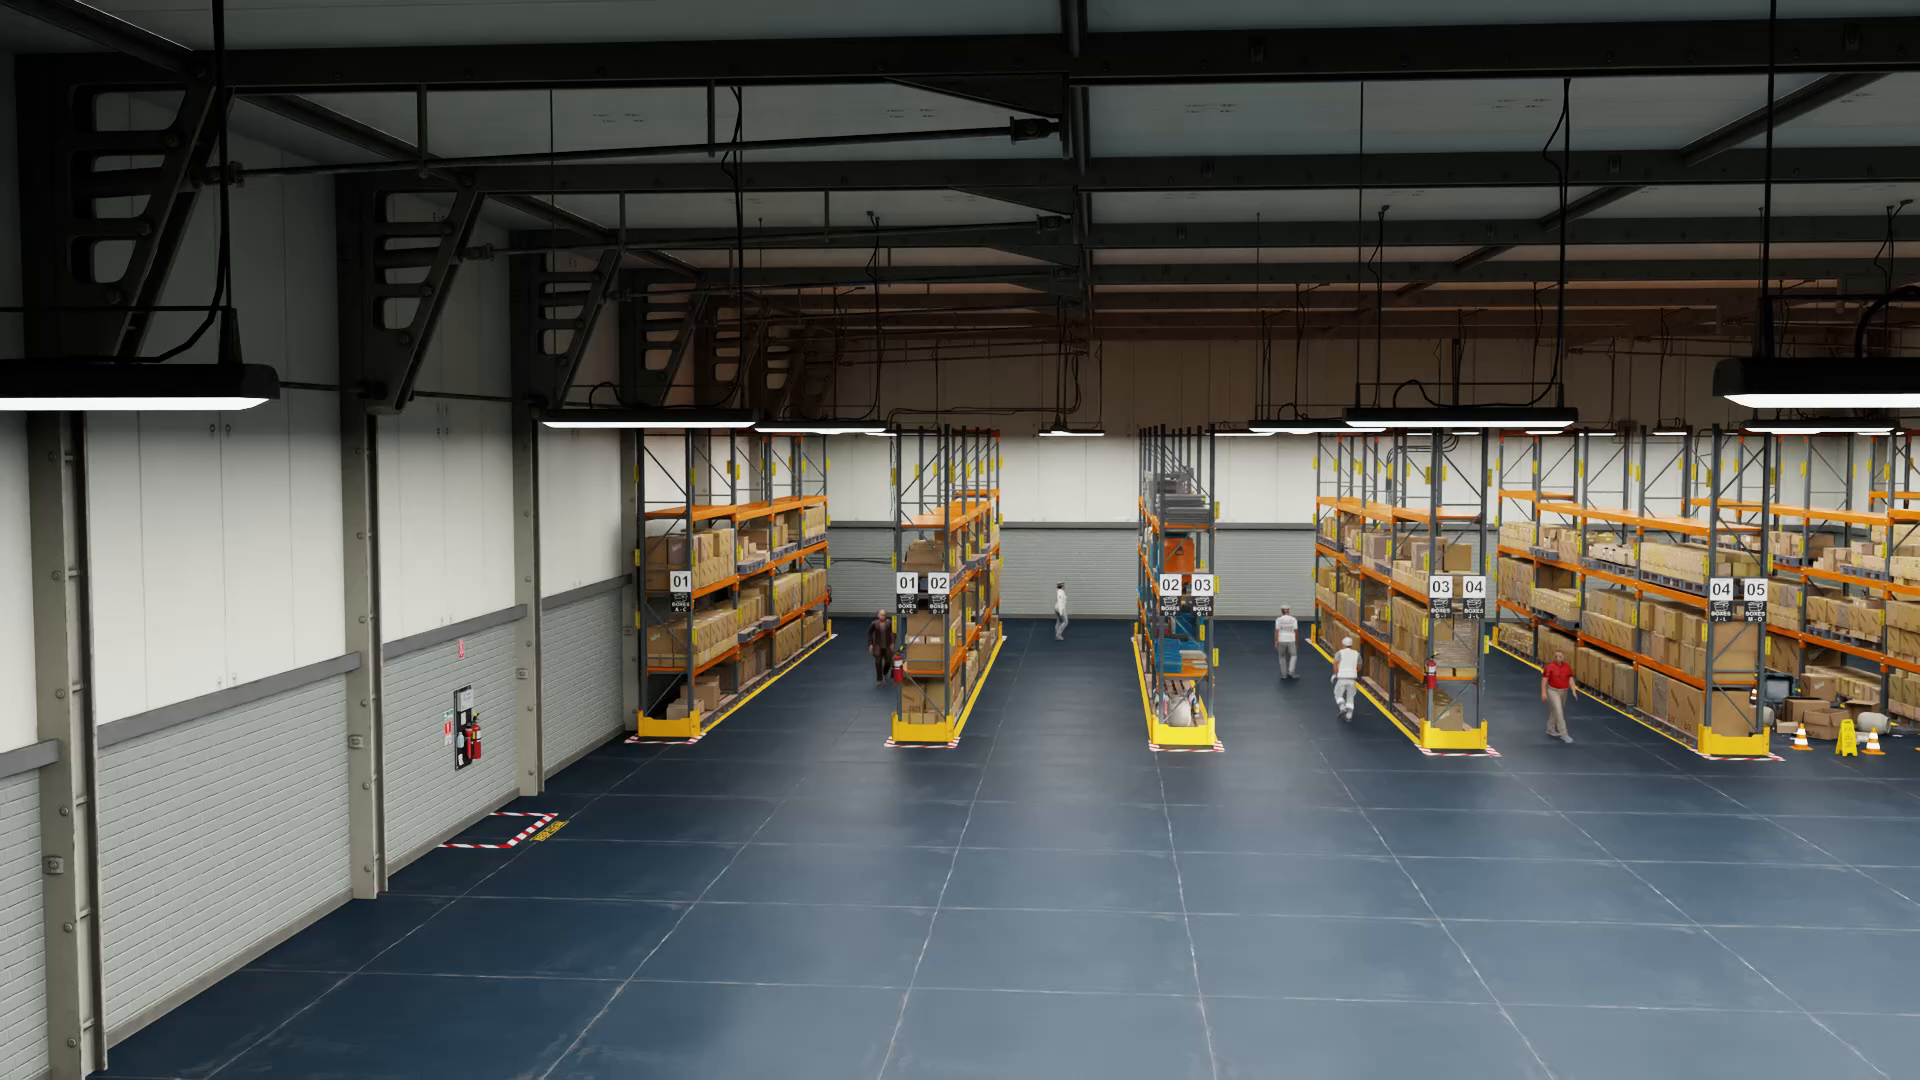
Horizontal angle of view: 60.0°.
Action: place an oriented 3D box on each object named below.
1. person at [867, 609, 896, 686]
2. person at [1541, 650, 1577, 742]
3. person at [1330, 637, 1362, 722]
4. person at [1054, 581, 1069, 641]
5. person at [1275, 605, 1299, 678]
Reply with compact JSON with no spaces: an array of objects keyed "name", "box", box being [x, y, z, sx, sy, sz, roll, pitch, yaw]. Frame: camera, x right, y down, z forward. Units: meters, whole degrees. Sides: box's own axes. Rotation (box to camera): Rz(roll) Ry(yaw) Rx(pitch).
[{"name":"person","box":[-1.832,2.442,38.846,0.673,1.683,0.653,-1,4,-9]},{"name":"person","box":[11.404,2.934,31.584,0.564,1.687,0.926,-1,4,-16]},{"name":"person","box":[7.872,2.822,33.903,0.639,1.670,0.778,0,3,7]},{"name":"person","box":[2.879,2.007,47.410,0.366,1.700,0.520,-1,4,-10]},{"name":"person","box":[7.803,2.434,39.710,0.575,1.755,0.527,0,3,4]}]
